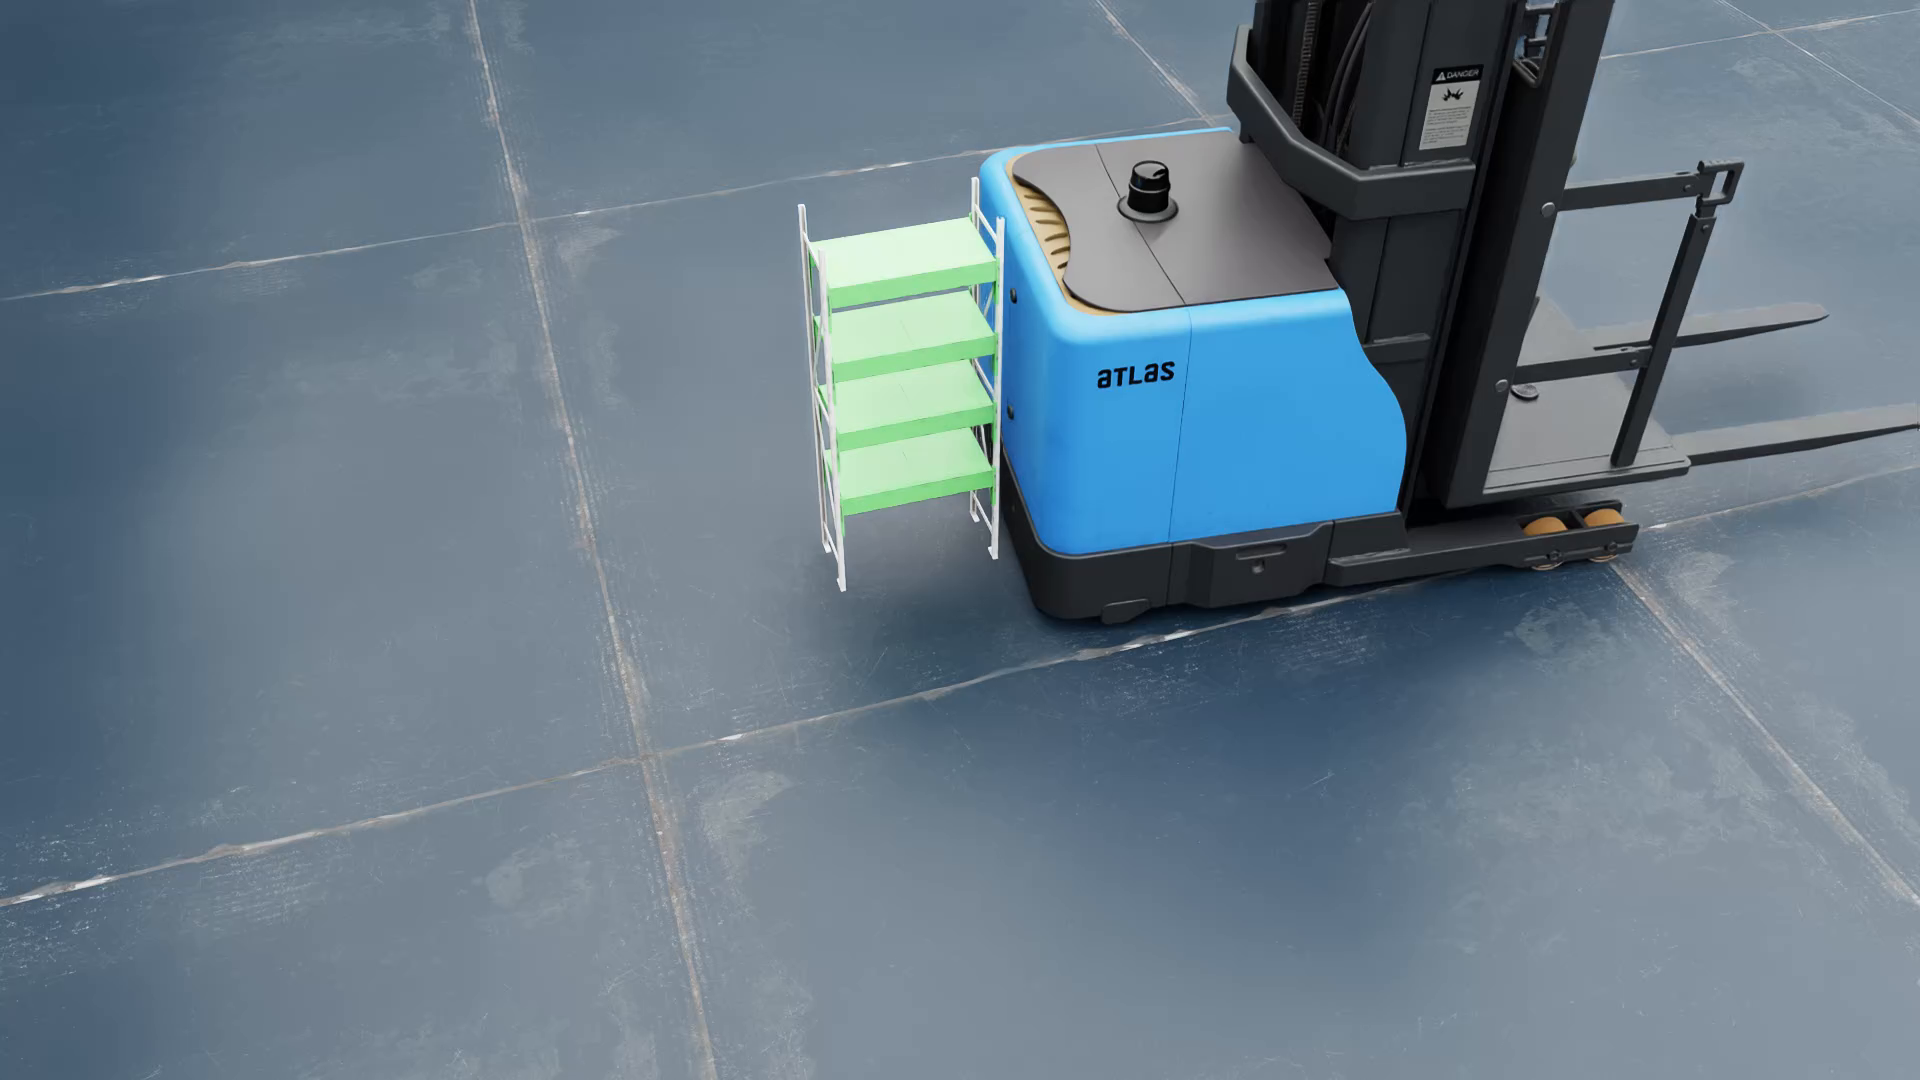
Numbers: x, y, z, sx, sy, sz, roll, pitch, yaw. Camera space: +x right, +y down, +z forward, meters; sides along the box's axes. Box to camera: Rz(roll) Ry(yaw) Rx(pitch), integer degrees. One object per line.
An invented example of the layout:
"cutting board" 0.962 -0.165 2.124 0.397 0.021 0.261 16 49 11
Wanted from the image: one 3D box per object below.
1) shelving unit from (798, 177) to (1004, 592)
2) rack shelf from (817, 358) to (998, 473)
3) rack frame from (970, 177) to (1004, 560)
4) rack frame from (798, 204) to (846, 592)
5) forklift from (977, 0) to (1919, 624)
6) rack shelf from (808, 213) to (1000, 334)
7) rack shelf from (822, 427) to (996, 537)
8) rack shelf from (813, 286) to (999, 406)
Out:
"shelving unit" -0.158 -0.419 4.818 0.503 1.200 0.258 -12 42 -13
"rack shelf" -0.158 -0.371 4.860 0.480 0.148 0.258 -12 42 -13
"rack frame" 0.075 -0.467 4.873 0.015 1.200 0.240 -12 42 -13
"rack frame" -0.391 -0.371 4.763 0.015 1.200 0.240 -12 42 -13
"forklift" 1.615 -1.344 4.561 3.031 2.935 1.130 -8 42 -9
"rack shelf" -0.158 -0.733 4.544 0.480 0.148 0.258 -12 42 -13
"rack shelf" -0.158 -0.190 5.018 0.480 0.148 0.258 -12 42 -13
"rack shelf" -0.158 -0.552 4.702 0.480 0.148 0.258 -12 42 -13
